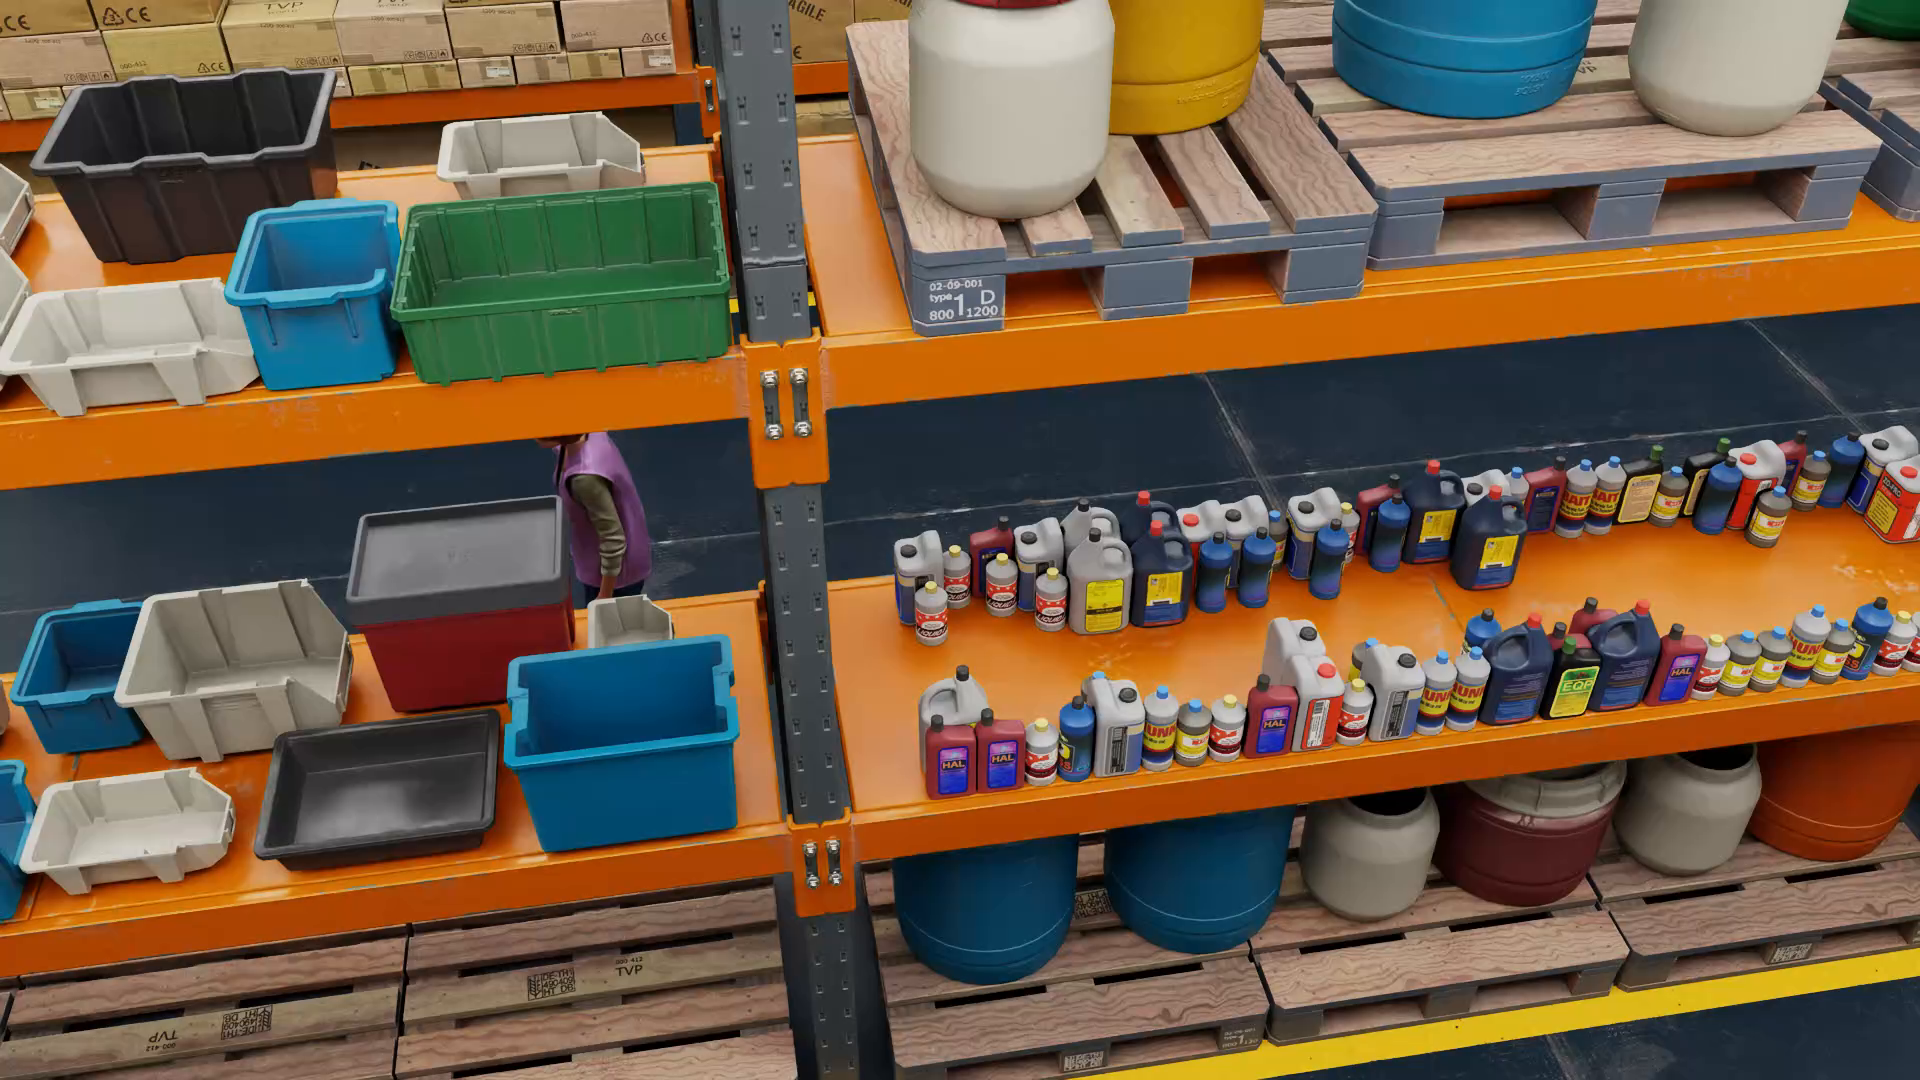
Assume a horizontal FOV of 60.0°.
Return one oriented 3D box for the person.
[{"bbox_3d":[-1.303,0.086,6.058,0.349,1.592,0.475,-12,41,-15],"label":"person"}]
